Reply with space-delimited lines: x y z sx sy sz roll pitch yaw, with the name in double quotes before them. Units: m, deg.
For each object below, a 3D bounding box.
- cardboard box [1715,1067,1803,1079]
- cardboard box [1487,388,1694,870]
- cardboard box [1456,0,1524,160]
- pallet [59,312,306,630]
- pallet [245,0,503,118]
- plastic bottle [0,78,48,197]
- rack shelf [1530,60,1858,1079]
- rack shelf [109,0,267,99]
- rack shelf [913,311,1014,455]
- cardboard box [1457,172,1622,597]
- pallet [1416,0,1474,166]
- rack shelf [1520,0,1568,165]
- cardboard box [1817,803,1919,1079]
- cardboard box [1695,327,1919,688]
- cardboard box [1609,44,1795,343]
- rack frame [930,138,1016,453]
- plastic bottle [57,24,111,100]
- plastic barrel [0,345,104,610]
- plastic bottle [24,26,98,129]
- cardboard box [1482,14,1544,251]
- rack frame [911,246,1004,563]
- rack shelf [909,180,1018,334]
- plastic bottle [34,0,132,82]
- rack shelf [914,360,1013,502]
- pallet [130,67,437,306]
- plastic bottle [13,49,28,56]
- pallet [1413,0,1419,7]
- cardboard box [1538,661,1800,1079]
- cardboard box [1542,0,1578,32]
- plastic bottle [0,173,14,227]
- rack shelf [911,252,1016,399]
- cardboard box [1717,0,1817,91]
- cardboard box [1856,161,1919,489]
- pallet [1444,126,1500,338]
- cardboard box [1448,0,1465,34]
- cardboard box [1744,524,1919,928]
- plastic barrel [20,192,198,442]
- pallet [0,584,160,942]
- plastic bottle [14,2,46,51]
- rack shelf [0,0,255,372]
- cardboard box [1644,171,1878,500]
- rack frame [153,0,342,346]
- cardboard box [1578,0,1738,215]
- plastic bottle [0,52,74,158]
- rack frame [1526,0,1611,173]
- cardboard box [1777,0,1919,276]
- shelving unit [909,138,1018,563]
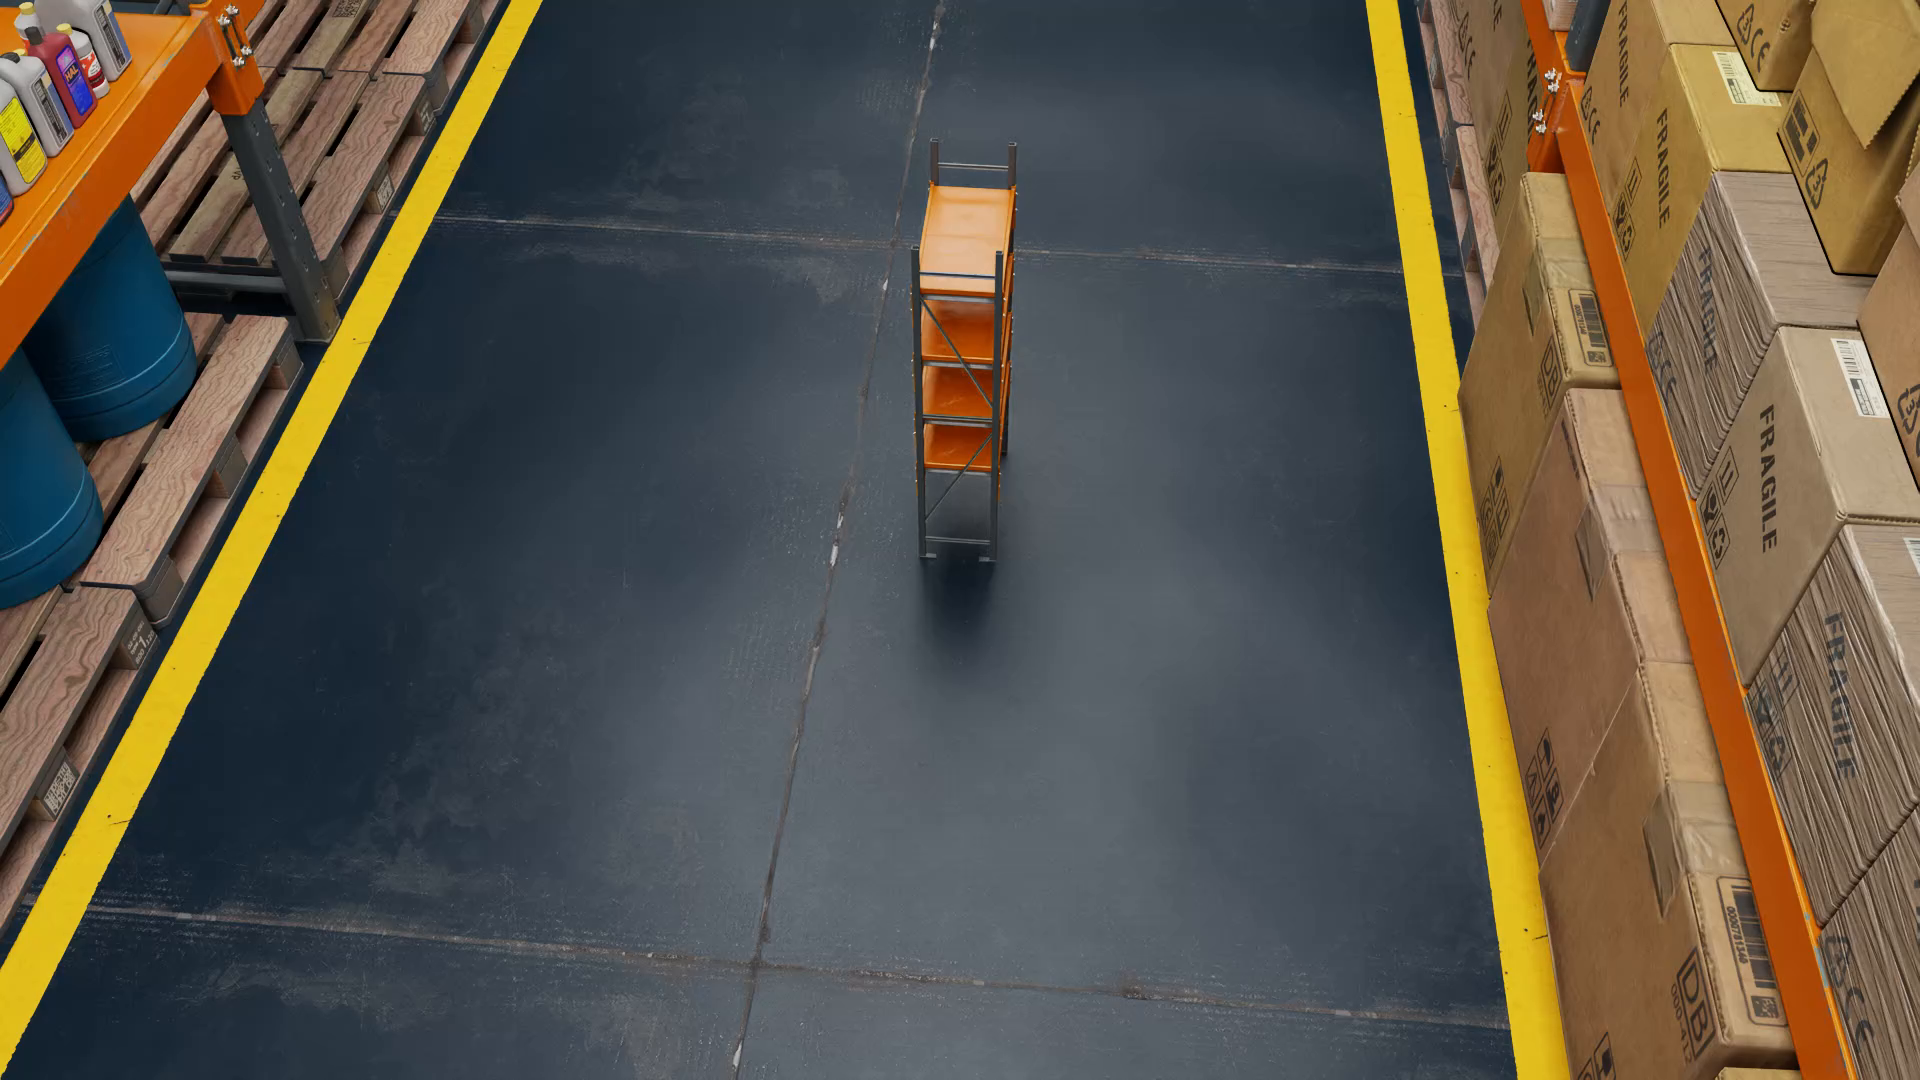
"cardboard box" 1.933 1.562 2.944 1.225 0.875 0.875 2 48 2
"cardboard box" 2.095 0.257 4.137 1.225 0.875 0.875 2 48 2
"cardboard box" 2.436 -2.012 6.213 0.875 0.875 0.875 4 48 4
"pallet" -2.830 -0.274 5.358 1.003 0.211 1.213 4 48 4
"pallet" -2.581 -2.281 7.193 1.003 0.211 1.213 4 48 4
"plastic bottle" -2.476 -1.066 4.225 0.144 0.351 0.185 4 48 4
"rack shelf" 2.032 0.266 3.462 1.077 0.370 4.000 4 48 4
"rack shelf" -2.536 -3.007 6.455 1.077 0.370 4.000 4 48 4
"rack shelf" 0.015 -0.481 4.968 0.258 0.148 0.480 4 48 4
"cardboard box" 2.176 -0.400 4.738 1.225 0.875 0.875 4 48 4
"pallet" 2.470 -1.958 6.898 1.003 0.211 1.213 4 48 4
"rack shelf" 2.396 -2.674 6.150 1.077 0.370 4.000 4 48 4
"cardboard box" 1.699 0.714 2.497 0.500 0.500 0.500 3 48 3
"cardboard box" 1.790 -0.042 3.188 0.500 0.500 0.500 5 48 4
"cardboard box" 1.878 -0.790 3.872 0.500 0.500 0.500 4 48 4
"rack frame" 0.037 -0.706 5.082 0.240 1.200 0.015 4 48 4
"plastic bottle" -2.416 -1.314 4.554 0.097 0.201 0.097 0 48 0
"plastic barrel" -2.849 -0.294 4.624 0.600 0.901 0.708 4 48 4
"plastic bottle" -2.408 -1.256 4.445 0.061 0.283 0.133 4 48 4
"cardboard box" 2.354 -1.351 5.608 0.875 0.875 0.875 4 48 4
"rack frame" -0.007 -0.347 4.755 0.240 1.200 0.015 4 48 4
"rack shelf" 0.015 -0.792 4.629 0.258 0.148 0.480 4 48 4
"plastic bottle" -2.432 -1.427 4.606 0.152 0.276 0.135 4 48 4
"rack shelf" 0.015 -0.347 5.115 0.258 0.148 0.480 4 48 4
"pallet" -2.690 -1.382 6.371 1.003 0.211 1.213 4 48 4
"plastic bottle" -2.488 -1.220 4.468 0.097 0.201 0.097 0 48 0
"pallet" 2.584 -2.852 7.716 1.003 0.211 1.213 4 48 4
"cardboard box" 2.022 0.908 3.542 1.225 0.875 0.875 4 48 4
"cardboard box" 1.916 -1.608 4.858 0.380 0.149 0.250 4 48 4
"plastic bottle" -2.493 -0.930 4.101 0.144 0.351 0.185 4 48 4
"rack shelf" 0.015 -0.632 4.803 0.258 0.148 0.480 4 48 4
"cardboard box" 2.164 -1.349 3.704 0.797 0.503 0.637 3 48 3
"cardboard box" 2.049 -0.388 2.824 0.797 0.503 0.637 5 48 5
"pallet" 2.361 -1.059 6.076 1.003 0.211 1.213 4 48 4
"cardboard box" 2.517 -2.666 6.811 0.875 0.875 0.875 4 48 4
"cardboard box" 1.743 0.332 2.846 0.500 0.500 0.500 2 48 2
"plastic barrel" -2.785 -0.815 5.100 0.600 0.901 0.708 4 48 4
"pallet" -2.939 0.624 4.536 1.003 0.211 1.213 4 48 4
"plastic bottle" -2.558 -1.396 4.629 0.097 0.201 0.097 0 48 0
"rack shelf" -2.901 -0.067 3.766 1.077 0.370 4.000 4 48 4
"cardboard box" 1.832 -0.422 3.535 0.500 0.500 0.500 3 48 3
"rack frame" -2.718 -1.780 4.845 1.000 3.000 0.127 4 48 4
"cardboard box" 1.923 -1.159 4.210 0.500 0.500 0.500 4 48 4
"plastic bottle" -2.466 -1.158 4.361 0.152 0.276 0.135 4 48 4
"rack frame" 2.214 -1.447 4.540 1.000 3.000 0.127 4 48 4
"cardboard box" 2.090 -0.846 3.243 0.797 0.503 0.637 4 48 4
"shelving unit" 0.015 -0.527 4.918 0.258 1.200 0.503 4 48 4
